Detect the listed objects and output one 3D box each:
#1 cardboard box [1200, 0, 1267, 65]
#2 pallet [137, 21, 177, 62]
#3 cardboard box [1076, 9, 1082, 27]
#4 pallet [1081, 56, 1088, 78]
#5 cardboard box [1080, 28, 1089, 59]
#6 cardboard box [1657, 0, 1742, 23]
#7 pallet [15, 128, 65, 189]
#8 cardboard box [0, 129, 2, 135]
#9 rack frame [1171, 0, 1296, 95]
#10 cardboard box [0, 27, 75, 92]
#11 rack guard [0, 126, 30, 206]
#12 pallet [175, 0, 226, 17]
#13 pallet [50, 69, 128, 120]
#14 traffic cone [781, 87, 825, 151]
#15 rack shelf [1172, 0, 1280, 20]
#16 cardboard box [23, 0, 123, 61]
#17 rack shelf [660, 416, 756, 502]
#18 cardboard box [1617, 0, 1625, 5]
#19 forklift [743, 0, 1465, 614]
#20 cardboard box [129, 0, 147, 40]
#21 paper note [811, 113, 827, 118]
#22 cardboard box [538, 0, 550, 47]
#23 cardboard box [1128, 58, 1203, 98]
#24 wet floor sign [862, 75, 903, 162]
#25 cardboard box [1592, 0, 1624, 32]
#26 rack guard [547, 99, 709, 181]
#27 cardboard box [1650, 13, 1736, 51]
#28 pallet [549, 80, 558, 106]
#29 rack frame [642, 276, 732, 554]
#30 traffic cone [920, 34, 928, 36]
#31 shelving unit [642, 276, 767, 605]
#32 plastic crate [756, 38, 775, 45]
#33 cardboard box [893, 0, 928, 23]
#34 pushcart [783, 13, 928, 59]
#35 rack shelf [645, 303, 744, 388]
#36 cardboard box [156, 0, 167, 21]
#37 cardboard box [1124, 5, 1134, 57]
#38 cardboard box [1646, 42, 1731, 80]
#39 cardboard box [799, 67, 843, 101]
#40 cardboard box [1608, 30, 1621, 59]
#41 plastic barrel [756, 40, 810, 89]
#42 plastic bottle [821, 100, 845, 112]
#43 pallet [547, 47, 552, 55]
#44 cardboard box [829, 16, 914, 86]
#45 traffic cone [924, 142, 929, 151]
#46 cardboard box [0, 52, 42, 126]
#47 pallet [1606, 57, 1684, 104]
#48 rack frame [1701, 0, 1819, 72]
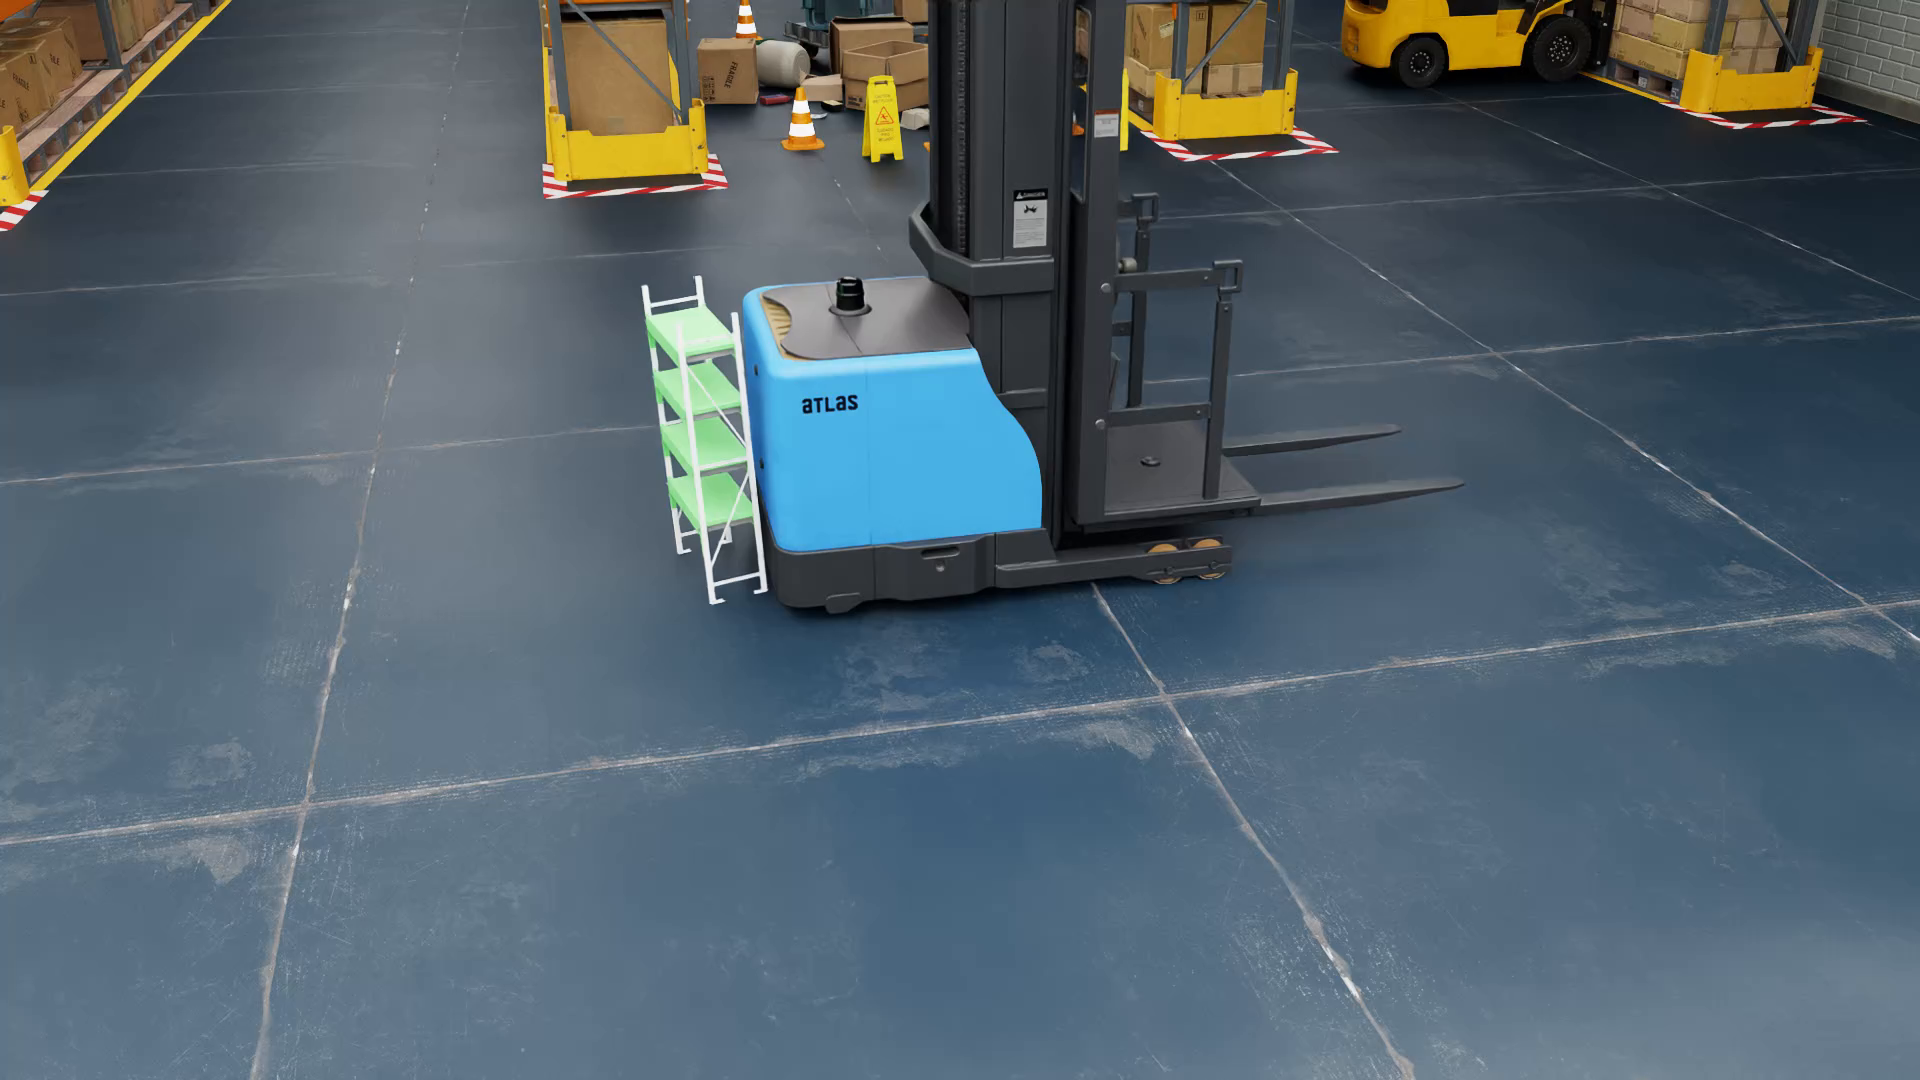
[{"bbox_3d":[2.325,-4.447,14.484,0.500,0.500,0.500,-7,28,-13],"label":"cardboard box"},{"bbox_3d":[-8.769,-5.143,17.204,1.003,0.211,1.213,-6,27,-12],"label":"pallet"},{"bbox_3d":[1.344,-5.290,16.155,0.500,0.500,0.500,-5,27,-10],"label":"cardboard box"},{"bbox_3d":[1.806,-4.443,15.818,1.003,0.211,1.213,-6,27,-12],"label":"pallet"},{"bbox_3d":[1.465,-4.723,15.864,0.500,0.250,0.500,-6,27,-12],"label":"cardboard box"},{"bbox_3d":[6.671,-4.842,14.990,0.500,0.250,0.500,-5,27,-10],"label":"cardboard box"},{"bbox_3d":[-7.578,-2.902,12.765,1.003,0.211,1.213,-6,27,-12],"label":"pallet"},{"bbox_3d":[-7.536,-3.101,12.372,0.500,0.500,0.500,-1,27,-2],"label":"cardboard box"},{"bbox_3d":[2.243,-4.759,13.351,1.000,3.000,0.127,-6,27,-12],"label":"rack frame"},{"bbox_3d":[-8.126,-4.150,14.452,0.500,0.500,0.500,2,27,5],"label":"cardboard box"},{"bbox_3d":[-7.429,-2.671,11.986,1.175,0.500,0.348,-6,27,-12],"label":"rack guard"},{"bbox_3d":[-9.319,-6.374,19.644,1.003,0.211,1.213,-6,27,-12],"label":"pallet"},{"bbox_3d":[-8.128,-3.973,14.887,1.003,0.211,1.213,-6,27,-12],"label":"pallet"},{"bbox_3d":[-1.293,-3.457,13.586,0.336,0.463,0.334,-6,27,-12],"label":"traffic cone"},{"bbox_3d":[1.792,-5.316,15.252,1.077,0.370,4.000,-6,27,-12],"label":"rack shelf"},{"bbox_3d":[-8.431,-4.861,15.838,0.700,0.500,0.500,-8,28,-16],"label":"cardboard box"},{"bbox_3d":[-1.022,-0.341,6.724,0.258,0.148,0.480,-14,30,-20],"label":"rack shelf"},{"bbox_3d":[6.427,-5.286,15.870,0.500,0.250,0.500,-6,27,-11],"label":"cardboard box"},{"bbox_3d":[0.653,-1.349,6.670,3.031,2.935,1.130,-6,27,-11],"label":"forklift"},{"bbox_3d":[-8.646,-5.318,16.744,0.700,0.500,0.500,-8,28,-16],"label":"cardboard box"},{"bbox_3d":[-1.247,-3.729,14.605,0.144,0.017,0.142,3,27,6],"label":"paper note"},{"bbox_3d":[-3.686,-5.415,16.680,1.050,0.750,0.750,-6,27,-12],"label":"cardboard box"},{"bbox_3d":[1.794,-4.057,14.545,0.500,0.250,0.500,-6,27,-12],"label":"cardboard box"},{"bbox_3d":[-0.621,-3.350,13.170,0.267,0.644,0.232,-11,29,-20],"label":"wet floor sign"},{"bbox_3d":[6.425,-5.076,16.008,0.500,0.250,0.500,-7,28,-13],"label":"cardboard box"},{"bbox_3d":[-2.551,-3.086,12.809,1.175,0.500,0.348,-6,27,-12],"label":"rack guard"},{"bbox_3d":[6.664,-4.630,15.125,0.500,0.250,0.500,-6,27,-12],"label":"cardboard box"},{"bbox_3d":[-3.085,-3.845,14.634,1.003,0.211,1.213,-6,27,-12],"label":"pallet"},{"bbox_3d":[-1.124,-0.498,6.893,0.240,1.200,0.015,-14,30,-20],"label":"rack frame"},{"bbox_3d":[-0.302,-5.785,18.198,0.336,0.463,0.334,-6,27,-12],"label":"traffic cone"},{"bbox_3d":[-1.024,-0.398,6.694,0.258,1.200,0.503,-14,30,-20],"label":"shelving unit"},{"bbox_3d":[-2.143,-4.796,16.479,0.450,0.188,0.662,-2,25,20],"label":"plastic crate"},{"bbox_3d":[-0.386,-5.544,16.838,0.500,0.500,0.500,-6,27,-12],"label":"cardboard box"},{"bbox_3d":[-0.868,-5.091,16.918,1.648,0.377,0.936,-16,31,-29],"label":"pushcart"},{"bbox_3d":[-1.040,-0.766,6.500,0.258,0.148,0.480,-14,30,-20],"label":"rack shelf"},{"bbox_3d":[-8.907,-5.811,17.720,0.700,0.500,0.500,-8,28,-16],"label":"cardboard box"},{"bbox_3d":[1.688,-4.608,14.804,0.500,0.500,0.500,-5,27,-10],"label":"cardboard box"},{"bbox_3d":[6.665,-4.399,15.222,0.500,0.250,0.500,-6,27,-11],"label":"cardboard box"},{"bbox_3d":[-1.276,-4.180,15.237,0.396,0.266,0.258,-1,27,-3],"label":"cardboard box"},{"bbox_3d":[6.458,-4.839,16.094,0.500,0.250,0.500,-6,27,-11],"label":"cardboard box"},{"bbox_3d":[-1.708,-4.476,15.648,0.512,0.421,0.421,13,30,24],"label":"plastic barrel"},{"bbox_3d":[-1.156,-3.895,14.899,0.133,0.061,0.283,-16,31,-29],"label":"plastic bottle"},{"bbox_3d":[-3.705,-5.055,17.030,1.003,0.211,1.213,-6,27,-12],"label":"pallet"},{"bbox_3d":[-0.838,-4.629,15.713,0.797,0.637,0.503,-6,27,-12],"label":"cardboard box"},{"bbox_3d":[-0.115,-3.423,13.518,0.336,0.463,0.334,-6,27,-12],"label":"traffic cone"},{"bbox_3d":[-7.827,-3.636,13.433,0.500,0.500,0.500,-3,27,-7],"label":"cardboard box"},{"bbox_3d":[6.865,-4.352,15.637,1.003,0.211,1.213,-6,27,-12],"label":"pallet"},{"bbox_3d":[7.078,-5.265,14.352,1.000,3.000,0.127,-6,27,-12],"label":"rack frame"}]
